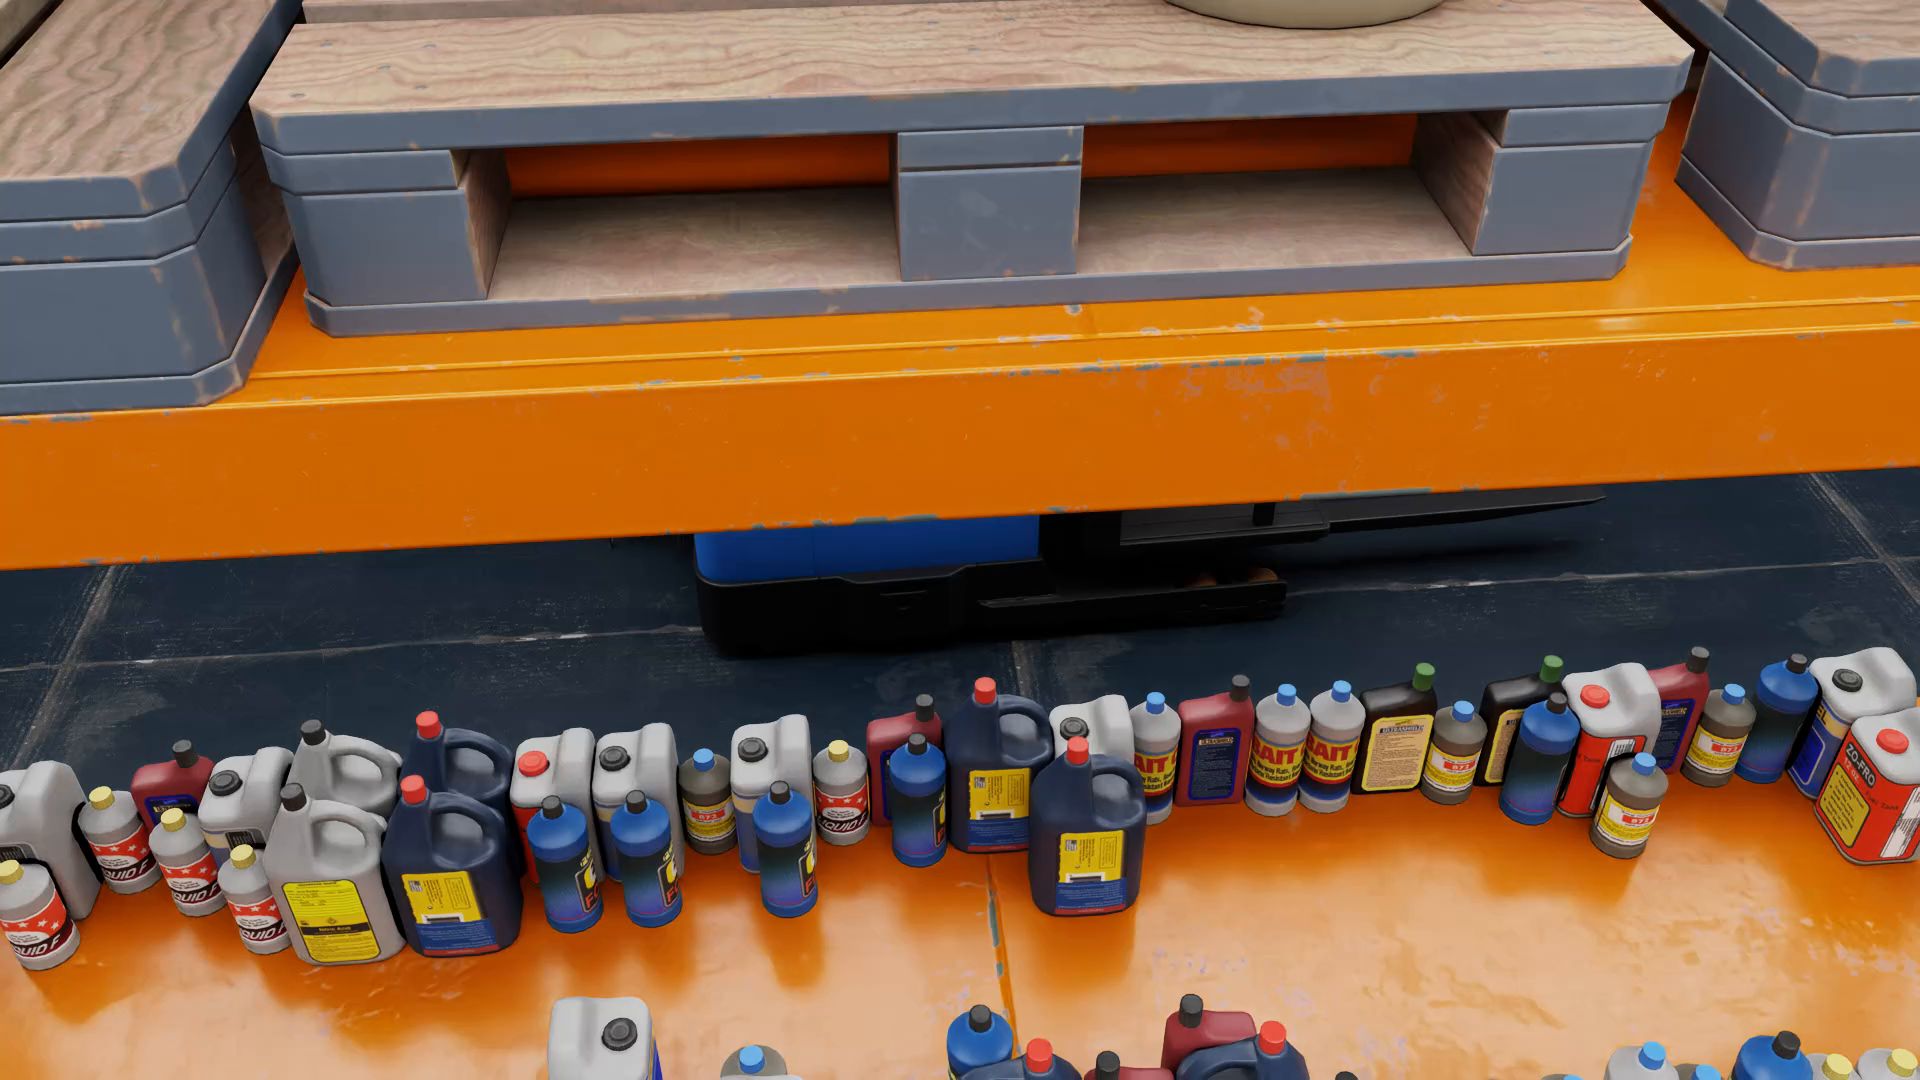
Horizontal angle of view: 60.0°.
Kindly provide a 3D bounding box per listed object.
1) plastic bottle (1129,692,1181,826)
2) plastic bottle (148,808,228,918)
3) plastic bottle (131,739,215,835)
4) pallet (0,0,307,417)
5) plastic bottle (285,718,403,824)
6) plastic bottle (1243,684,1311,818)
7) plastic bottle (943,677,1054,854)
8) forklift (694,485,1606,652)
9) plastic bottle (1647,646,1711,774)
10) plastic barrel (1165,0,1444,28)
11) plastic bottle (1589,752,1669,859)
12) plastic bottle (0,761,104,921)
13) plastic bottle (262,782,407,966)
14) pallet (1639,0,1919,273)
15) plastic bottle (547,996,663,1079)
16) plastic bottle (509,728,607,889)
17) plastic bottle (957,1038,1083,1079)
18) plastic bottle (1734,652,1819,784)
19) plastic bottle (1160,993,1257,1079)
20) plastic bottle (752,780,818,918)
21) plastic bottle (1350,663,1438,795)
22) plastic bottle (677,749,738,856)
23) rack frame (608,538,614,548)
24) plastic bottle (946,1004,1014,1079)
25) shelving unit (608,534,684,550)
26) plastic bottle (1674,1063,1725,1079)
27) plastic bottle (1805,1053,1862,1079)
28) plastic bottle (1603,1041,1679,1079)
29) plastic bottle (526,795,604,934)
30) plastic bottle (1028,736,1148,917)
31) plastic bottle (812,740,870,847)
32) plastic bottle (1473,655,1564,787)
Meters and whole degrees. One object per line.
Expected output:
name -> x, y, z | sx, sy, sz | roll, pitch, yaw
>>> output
plastic bottle -> 0.338, 0.379, 2.952 | 0.097, 0.271, 0.097 | 0, 38, 0
plastic bottle -> -1.303, 0.535, 2.811 | 0.097, 0.201, 0.097 | 0, 38, 0
plastic bottle -> -1.328, 0.455, 2.846 | 0.133, 0.283, 0.061 | -3, 38, -4
pallet -> -1.146, -0.536, 1.738 | 1.003, 0.211, 1.213 | -3, 38, -4
plastic bottle -> -1.032, 0.438, 2.813 | 0.185, 0.351, 0.144 | -3, 38, -4
plastic bottle -> 0.568, 0.367, 2.968 | 0.097, 0.271, 0.097 | 0, 38, 0
plastic bottle -> 0.065, 0.378, 2.890 | 0.185, 0.351, 0.144 | -3, 38, -4
forklift -> 0.625, -1.202, 4.907 | 3.031, 2.935, 1.130 | -5, 39, -6
plastic bottle -> 1.275, 0.312, 3.028 | 0.133, 0.283, 0.061 | -3, 38, -4
plastic barrel -> 0.313, -0.754, 1.414 | 0.433, 0.535, 0.433 | 0, 38, 0
plastic bottle -> 1.175, 0.455, 2.912 | 0.097, 0.201, 0.097 | 0, 38, 0
plastic bottle -> -1.554, 0.499, 2.797 | 0.135, 0.276, 0.152 | -3, 38, -4
plastic bottle -> -1.019, 0.527, 2.700 | 0.185, 0.351, 0.144 | -3, 38, -4
pallet -> 1.295, -0.670, 1.909 | 1.213, 0.211, 1.003 | -3, 38, -4
plastic bottle -> -0.515, 0.785, 2.434 | 0.135, 0.276, 0.152 | -3, 38, -4
plastic bottle -> -0.688, 0.451, 2.857 | 0.135, 0.276, 0.152 | -3, 38, -4
plastic bottle -> 0.083, 0.819, 2.330 | 0.185, 0.351, 0.144 | -3, 38, -4
plastic bottle -> 1.488, 0.316, 3.032 | 0.097, 0.271, 0.097 | 0, 38, 0
plastic bottle -> 0.365, 0.767, 2.451 | 0.133, 0.283, 0.061 | -3, 38, -4
plastic bottle -> -0.294, 0.509, 2.788 | 0.097, 0.271, 0.097 | 0, 38, 0
plastic bottle -> 0.778, 0.339, 2.993 | 0.133, 0.283, 0.061 | -3, 38, -4
plastic bottle -> -0.441, 0.450, 2.919 | 0.097, 0.201, 0.097 | 0, 38, 0
rack frame -> -1.198, -0.447, 5.469 | 0.008, 1.050, 0.200 | 1, 38, 2
plastic bottle -> 0.029, 0.779, 2.446 | 0.097, 0.271, 0.097 | 0, 38, 0
shelving unit -> -1.076, -0.444, 5.465 | 0.252, 1.050, 0.215 | 1, 38, 2
plastic bottle -> 1.063, 0.839, 2.426 | 0.097, 0.201, 0.097 | 0, 38, 0
plastic bottle -> 1.257, 0.828, 2.439 | 0.097, 0.201, 0.097 | 0, 38, 0
plastic bottle -> 0.966, 0.817, 2.397 | 0.097, 0.271, 0.097 | 0, 38, 0
plastic bottle -> -0.659, 0.529, 2.762 | 0.097, 0.271, 0.097 | 0, 38, 0
plastic bottle -> 0.213, 0.464, 2.780 | 0.185, 0.351, 0.144 | -3, 38, -4
plastic bottle -> -0.210, 0.437, 2.935 | 0.097, 0.201, 0.097 | 0, 38, 0
plastic bottle -> 1.008, 0.326, 3.009 | 0.133, 0.283, 0.061 | -3, 38, -4
